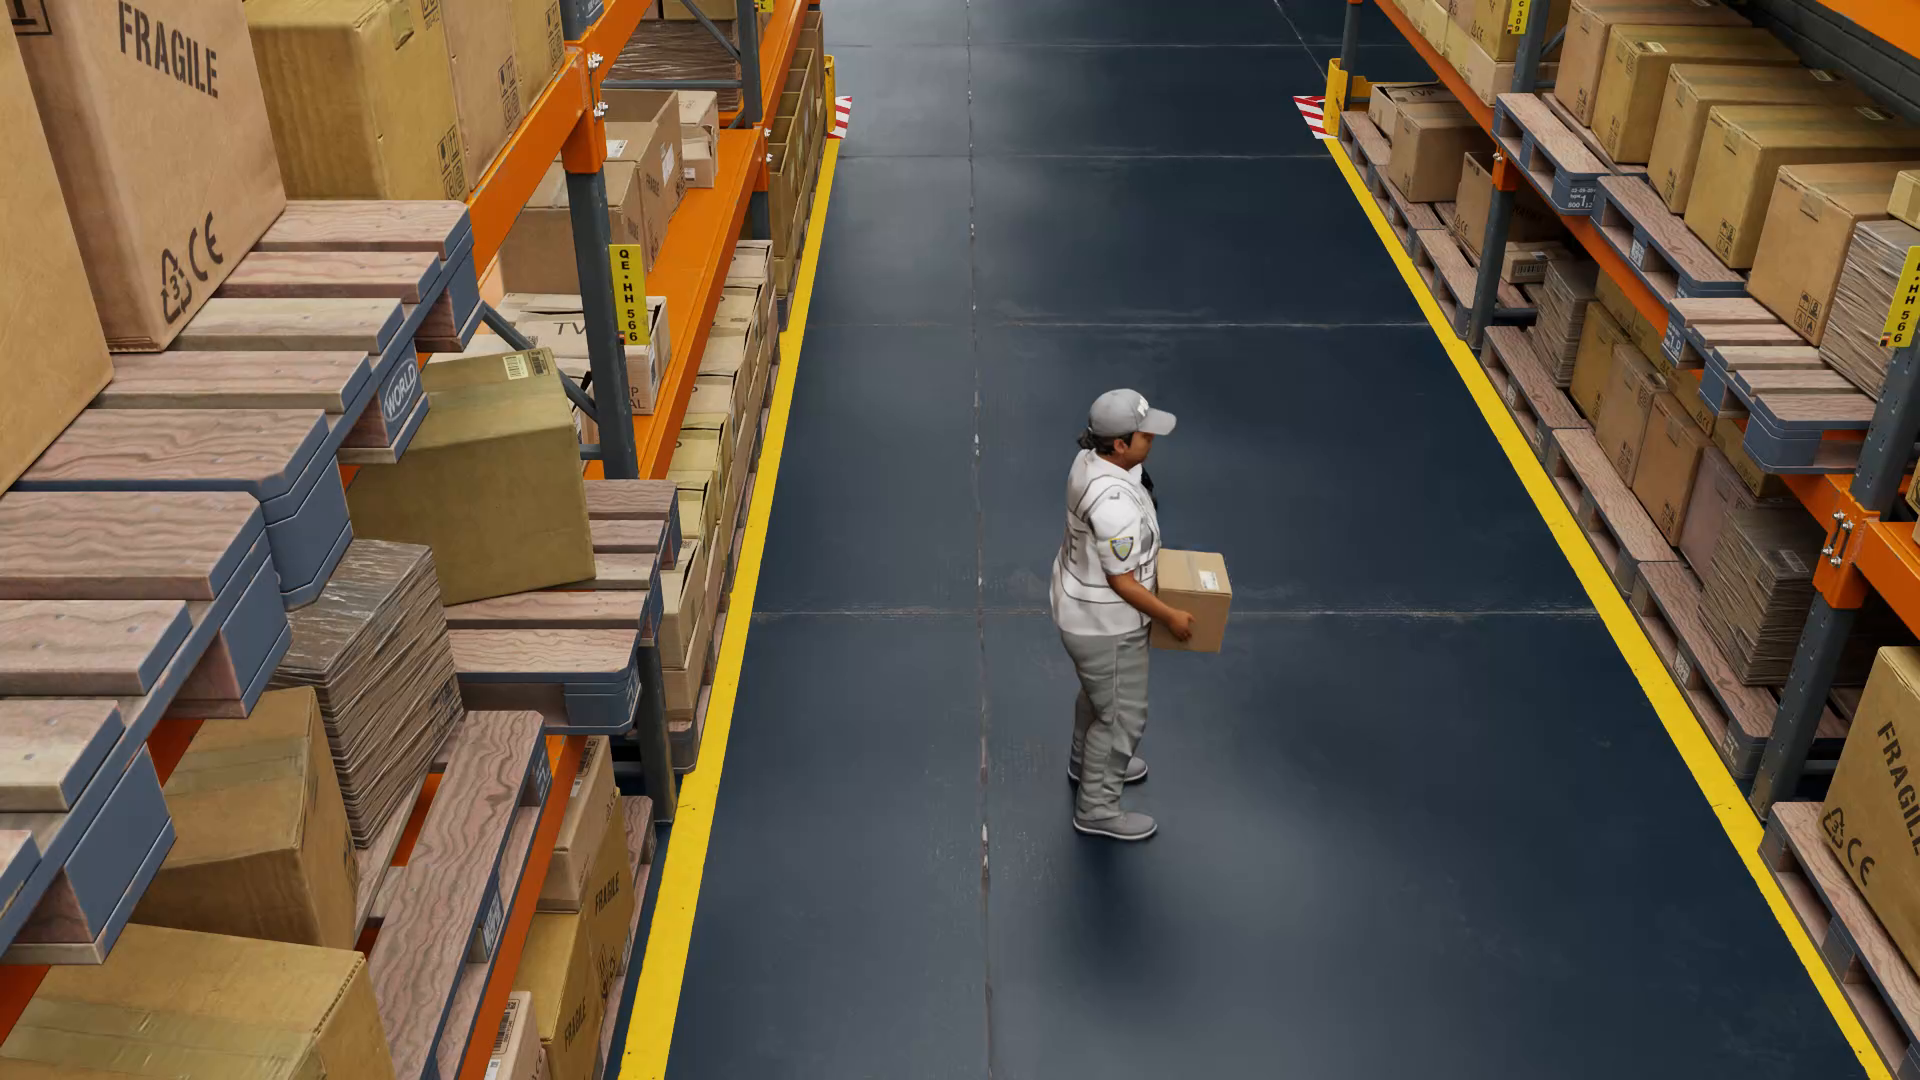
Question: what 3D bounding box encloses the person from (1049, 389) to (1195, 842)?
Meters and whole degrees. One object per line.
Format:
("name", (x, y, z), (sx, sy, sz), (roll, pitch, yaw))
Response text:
("person", (0.556, 0.245, 5.729), (0.490, 1.671, 0.493), (0, 32, -1))
